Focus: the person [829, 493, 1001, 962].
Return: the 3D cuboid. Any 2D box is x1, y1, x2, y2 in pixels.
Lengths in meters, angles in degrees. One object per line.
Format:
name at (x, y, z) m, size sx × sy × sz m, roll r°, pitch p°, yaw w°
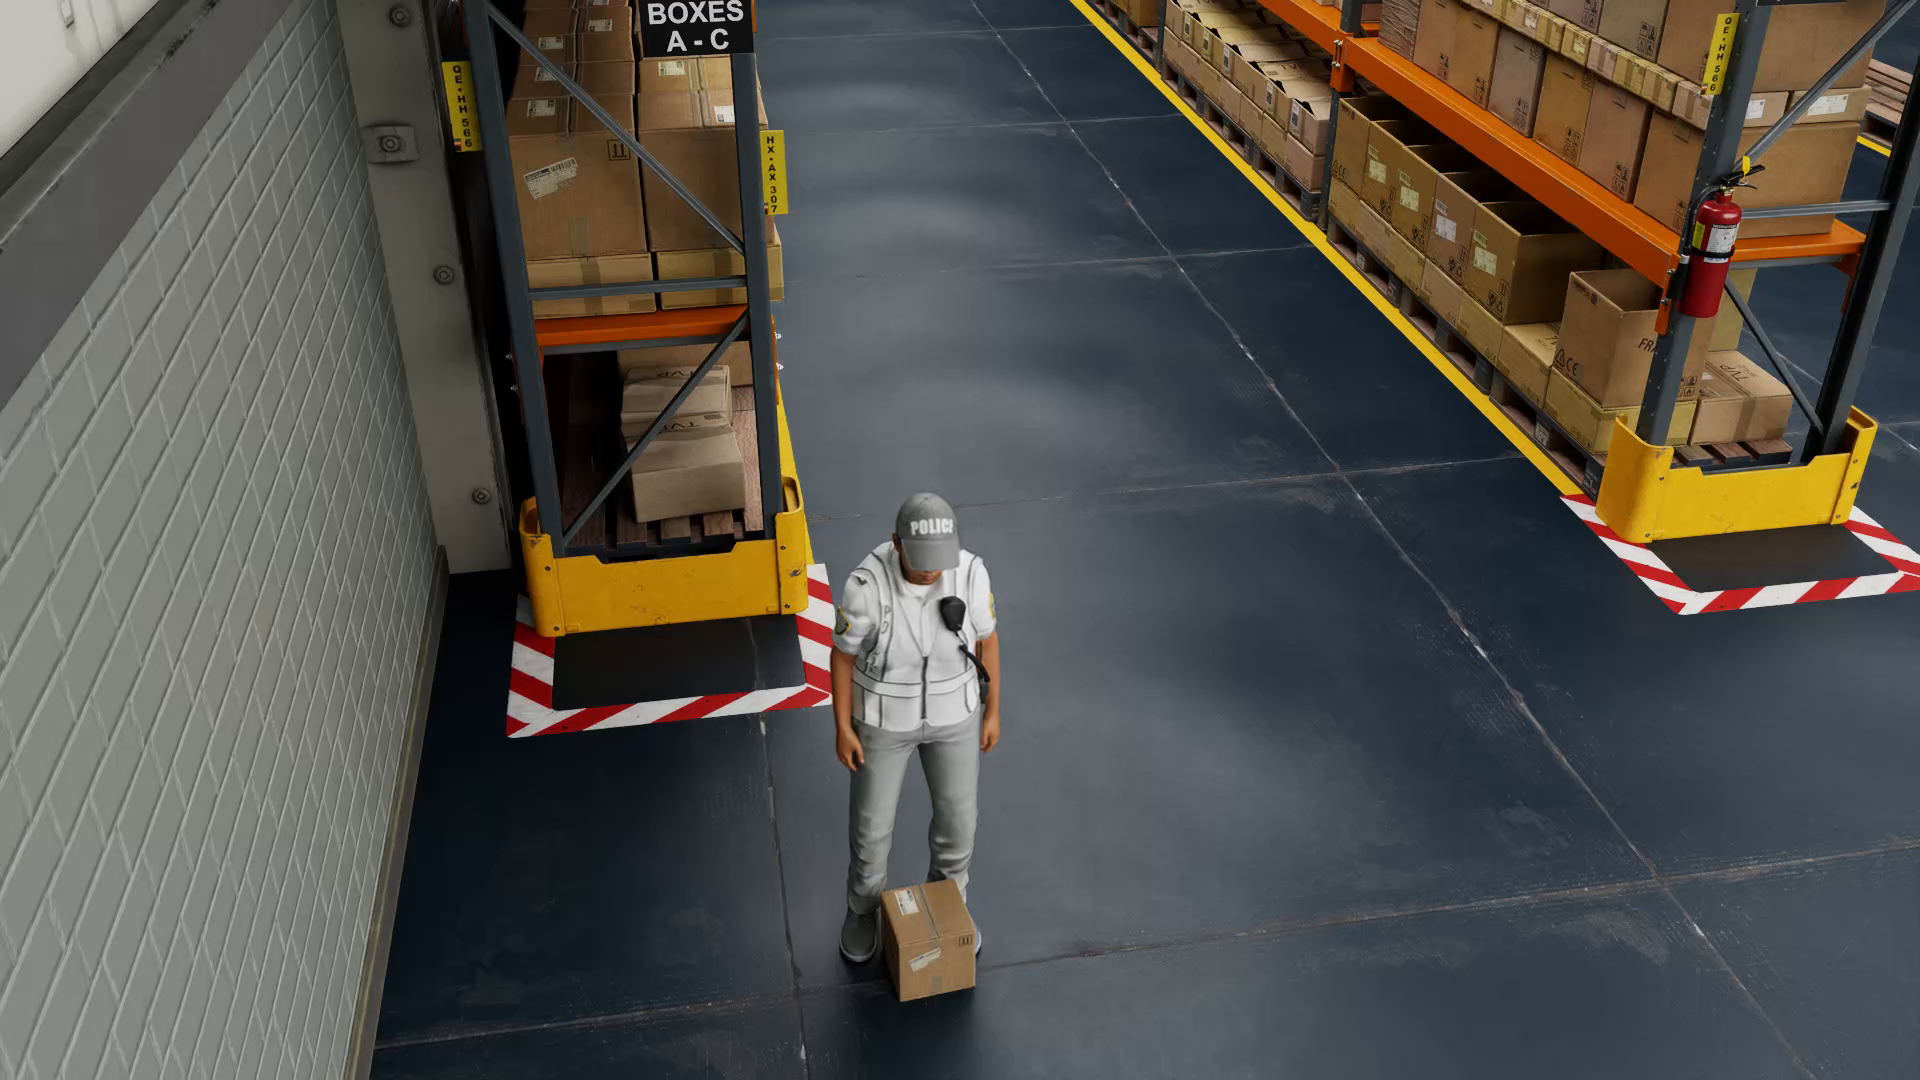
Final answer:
person at (-0.138, 0.572, 5.168) m, size 0.554 × 1.666 × 0.457 m, roll -6°, pitch 31°, yaw -10°
